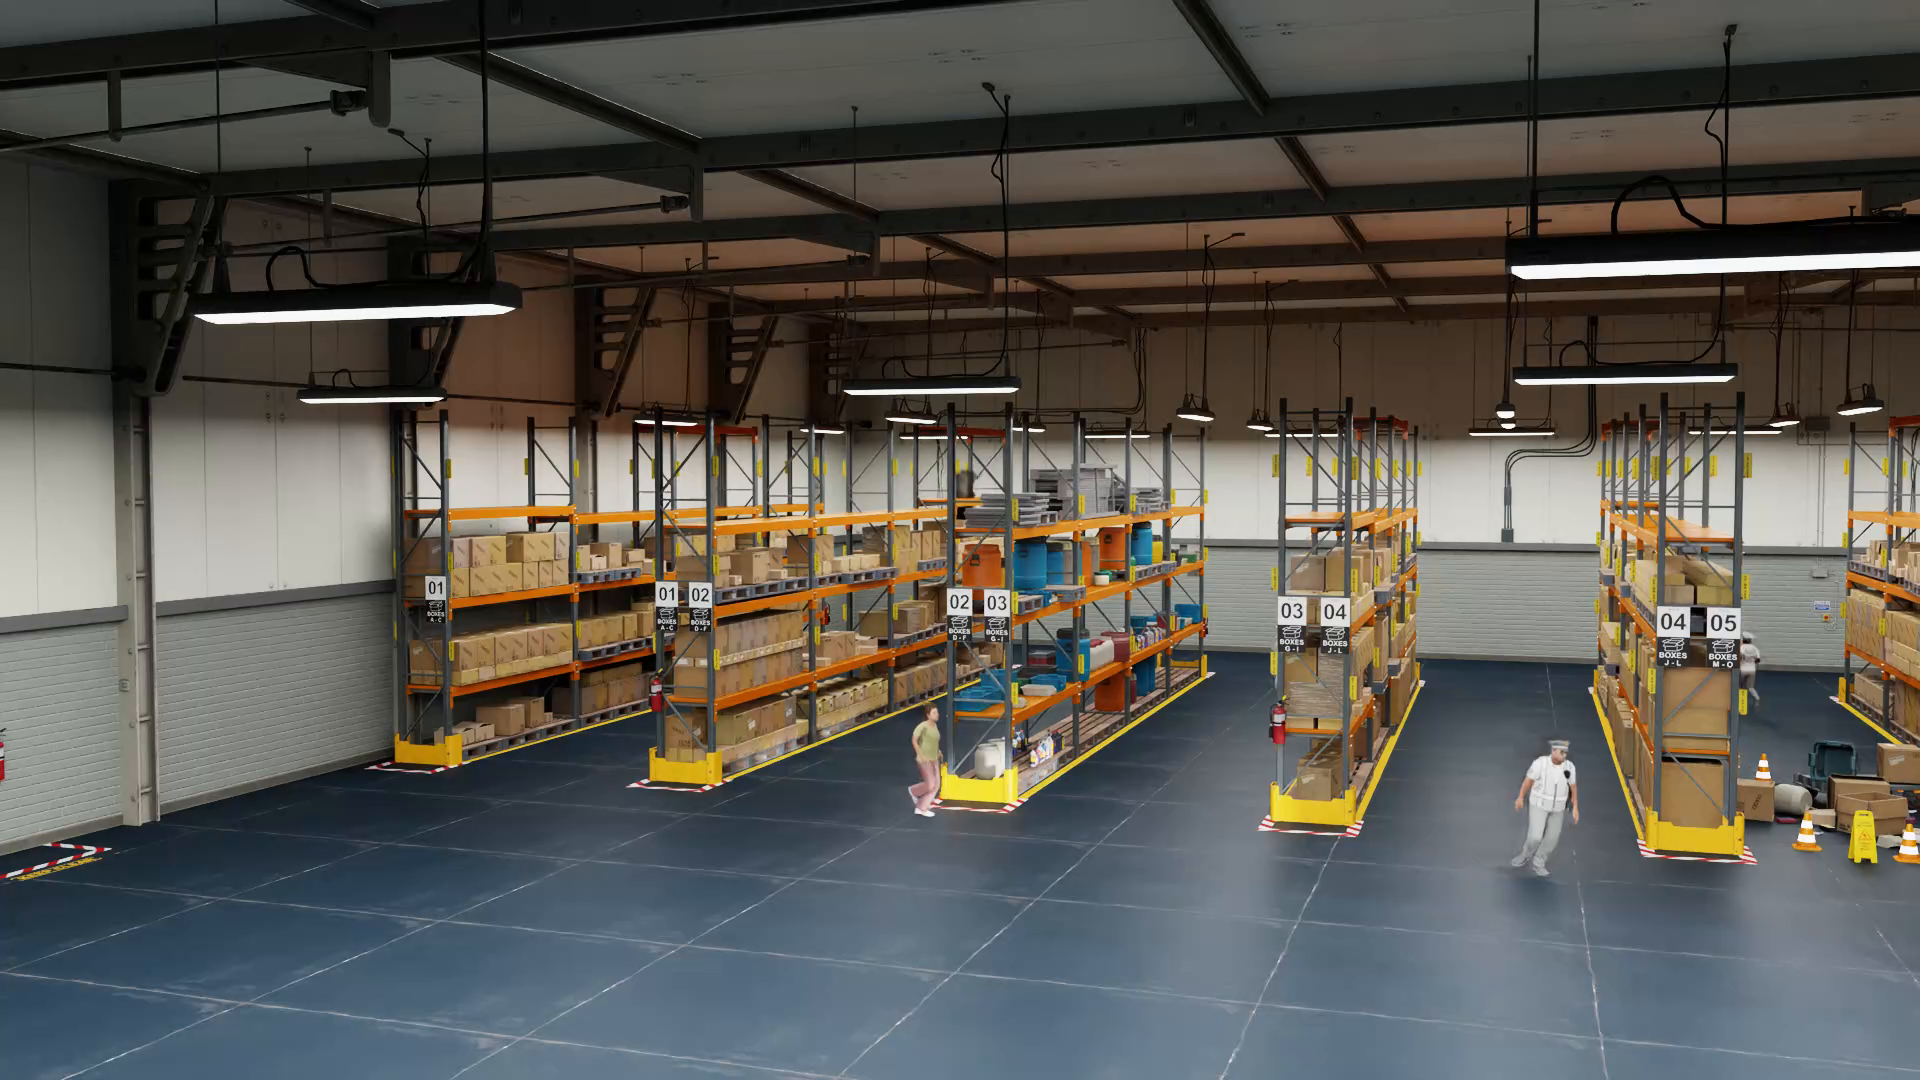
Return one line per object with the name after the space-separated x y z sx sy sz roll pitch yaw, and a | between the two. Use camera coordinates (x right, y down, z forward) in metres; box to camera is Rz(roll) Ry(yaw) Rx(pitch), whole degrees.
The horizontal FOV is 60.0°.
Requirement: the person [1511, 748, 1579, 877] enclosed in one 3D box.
7.196 3.295 20.450 0.706 1.704 0.568 0 2 -4 | person

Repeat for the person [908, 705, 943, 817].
-0.525 3.175 24.055 0.557 1.612 0.581 2 3 41 | person

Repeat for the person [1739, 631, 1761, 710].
16.065 2.712 33.951 0.575 1.688 0.850 0 2 3 | person

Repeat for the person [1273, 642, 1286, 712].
6.840 2.805 34.474 0.707 1.453 1.062 1 3 28 | person
